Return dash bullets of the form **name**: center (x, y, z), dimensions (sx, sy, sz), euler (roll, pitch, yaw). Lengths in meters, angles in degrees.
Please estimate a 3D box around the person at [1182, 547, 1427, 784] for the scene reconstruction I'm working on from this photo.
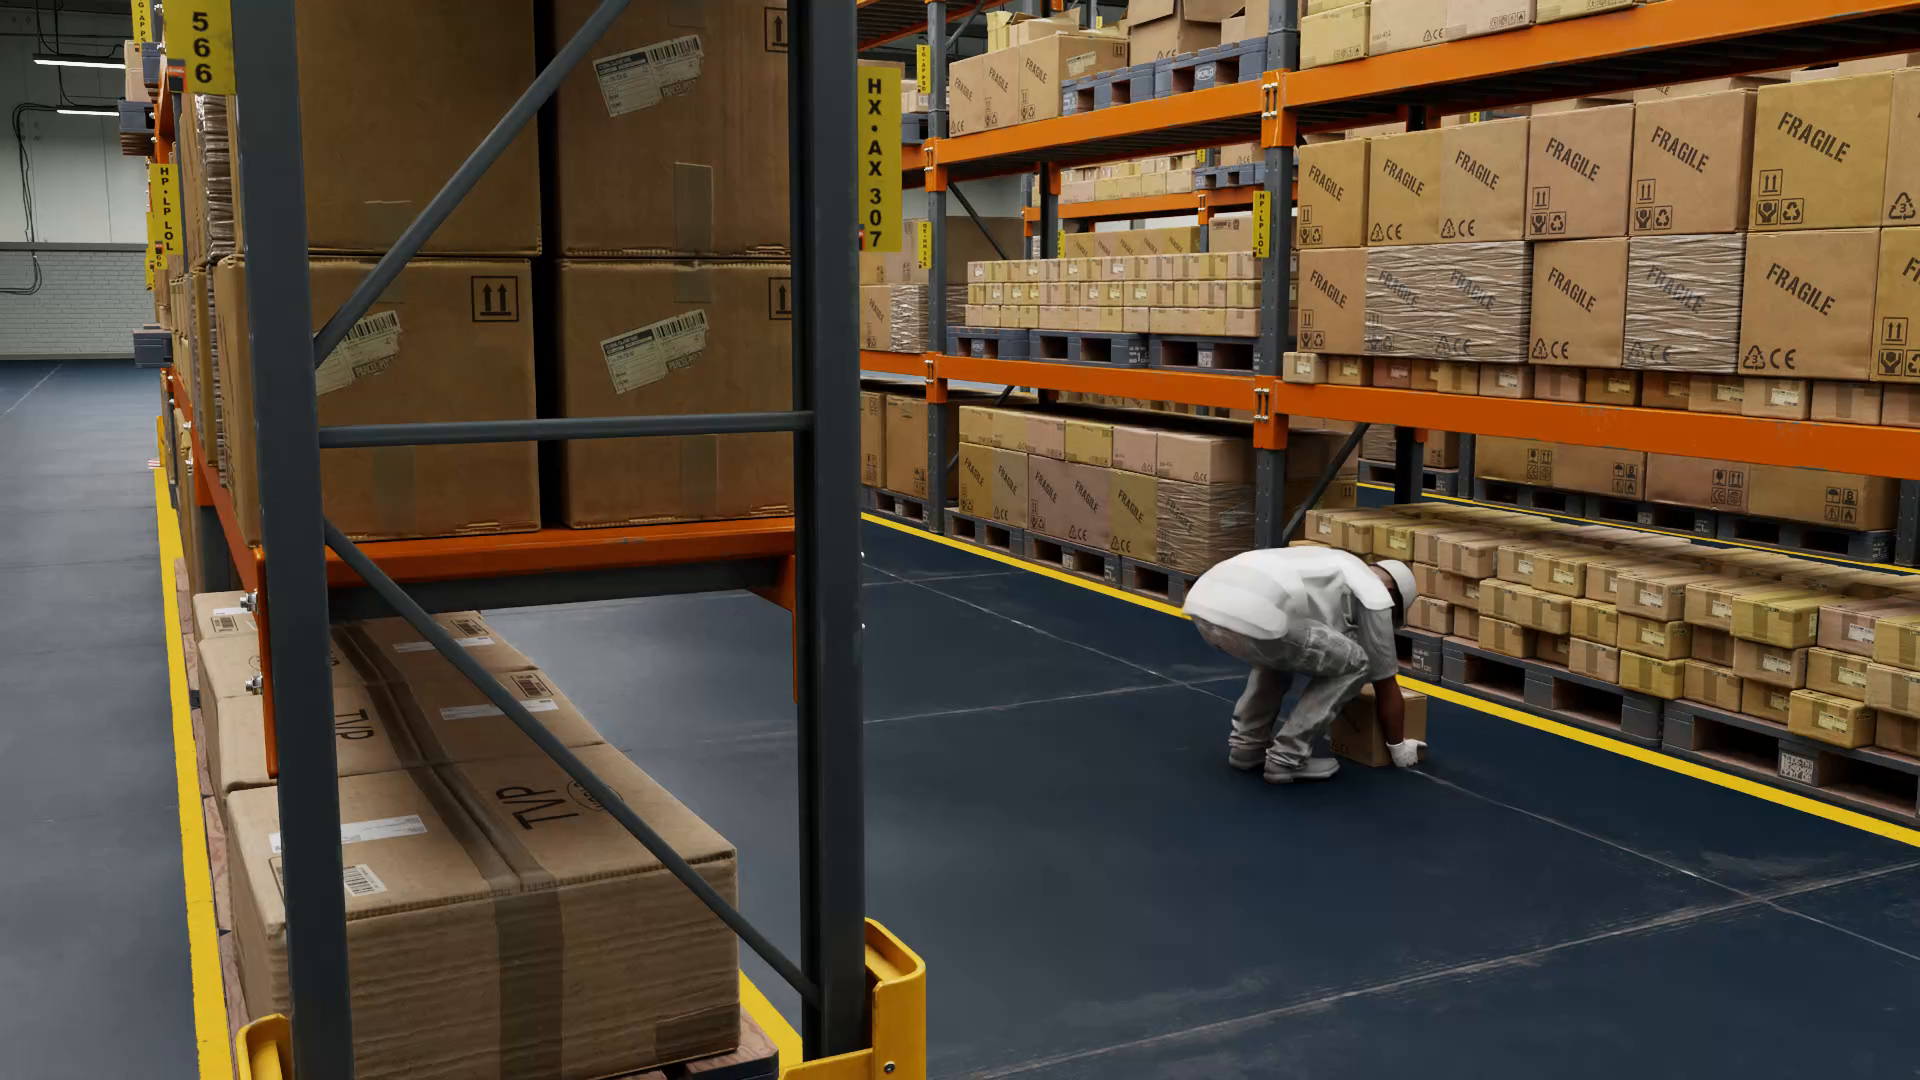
- **person**: center (1.277, 0.443, 6.130), dimensions (0.992, 0.844, 0.533), euler (-4, 9, -28)
